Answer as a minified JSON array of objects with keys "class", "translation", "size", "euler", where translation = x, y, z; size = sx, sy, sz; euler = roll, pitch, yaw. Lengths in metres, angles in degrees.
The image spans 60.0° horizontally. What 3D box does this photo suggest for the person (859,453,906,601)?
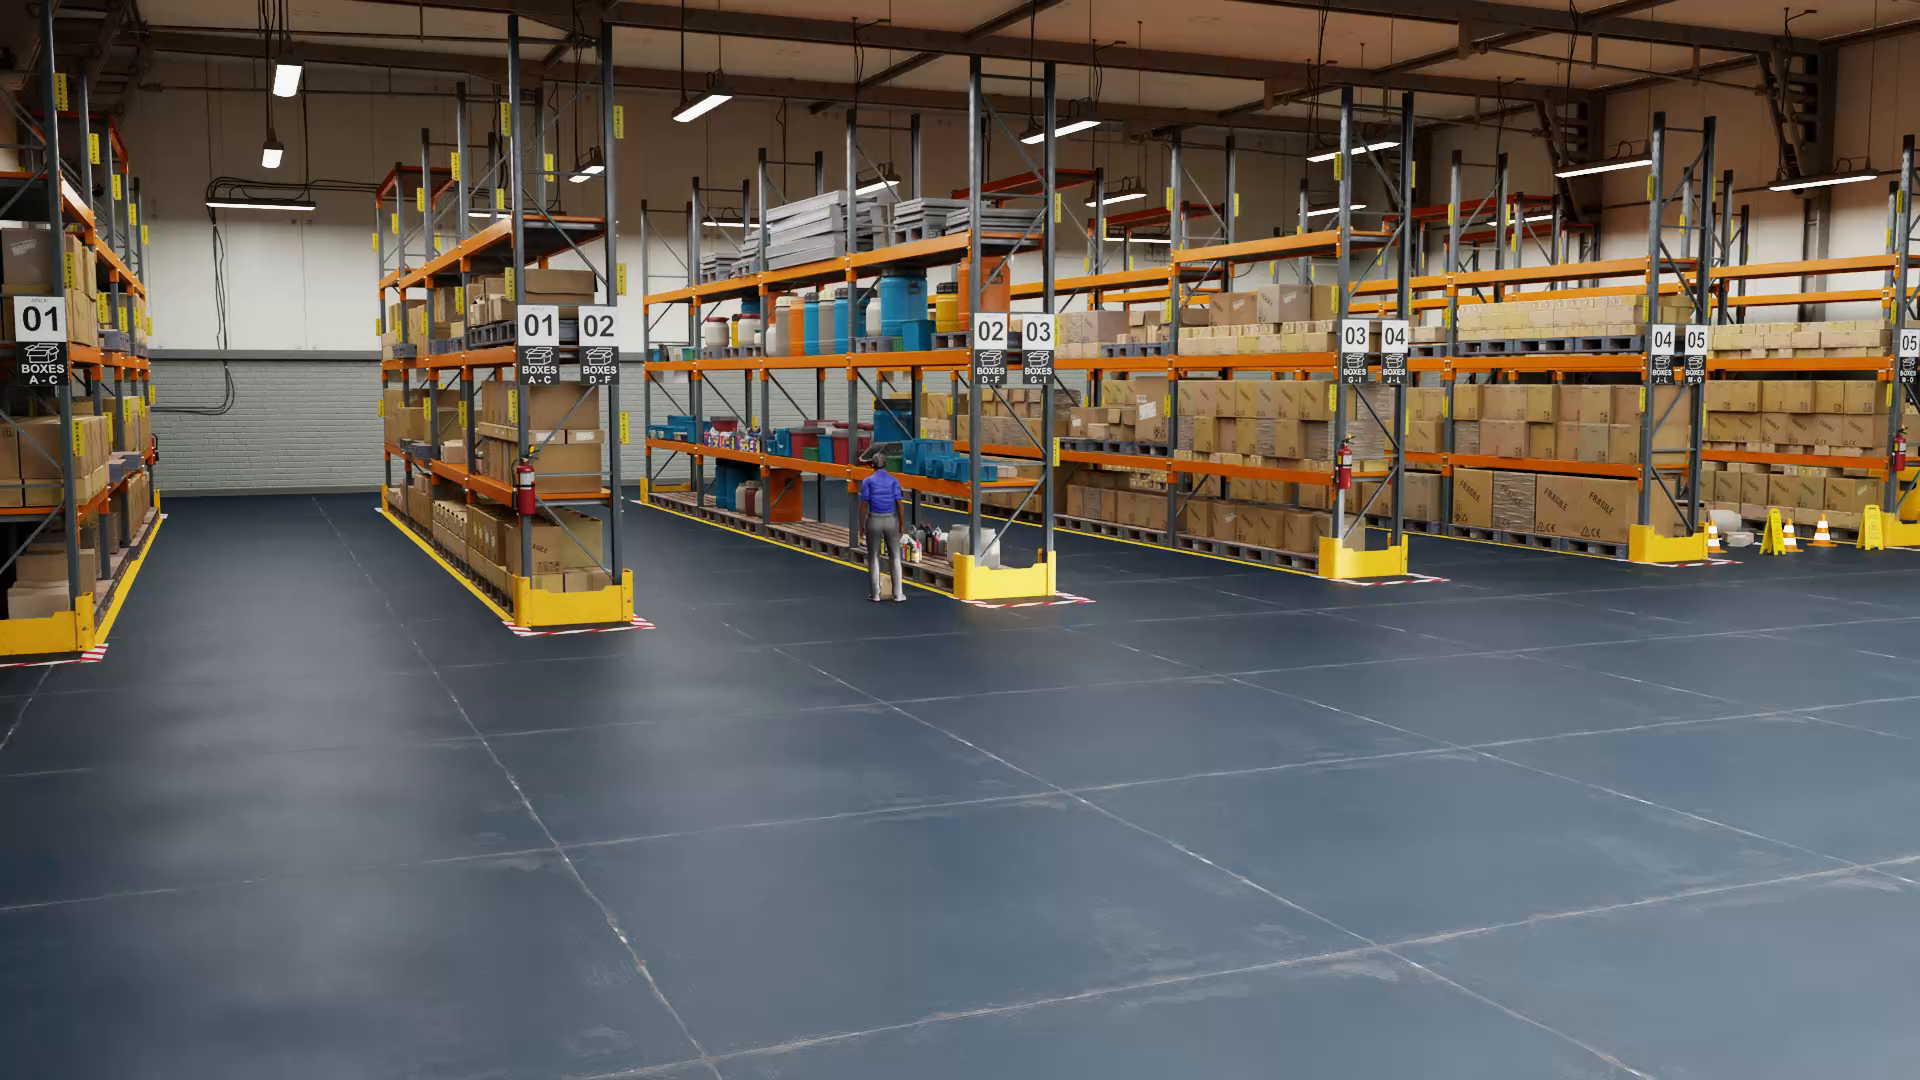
[{"class":"person","translation":[-0.861,-0.144,18.521],"size":[0.527,1.655,0.394],"euler":[-1,6,-6]}]
